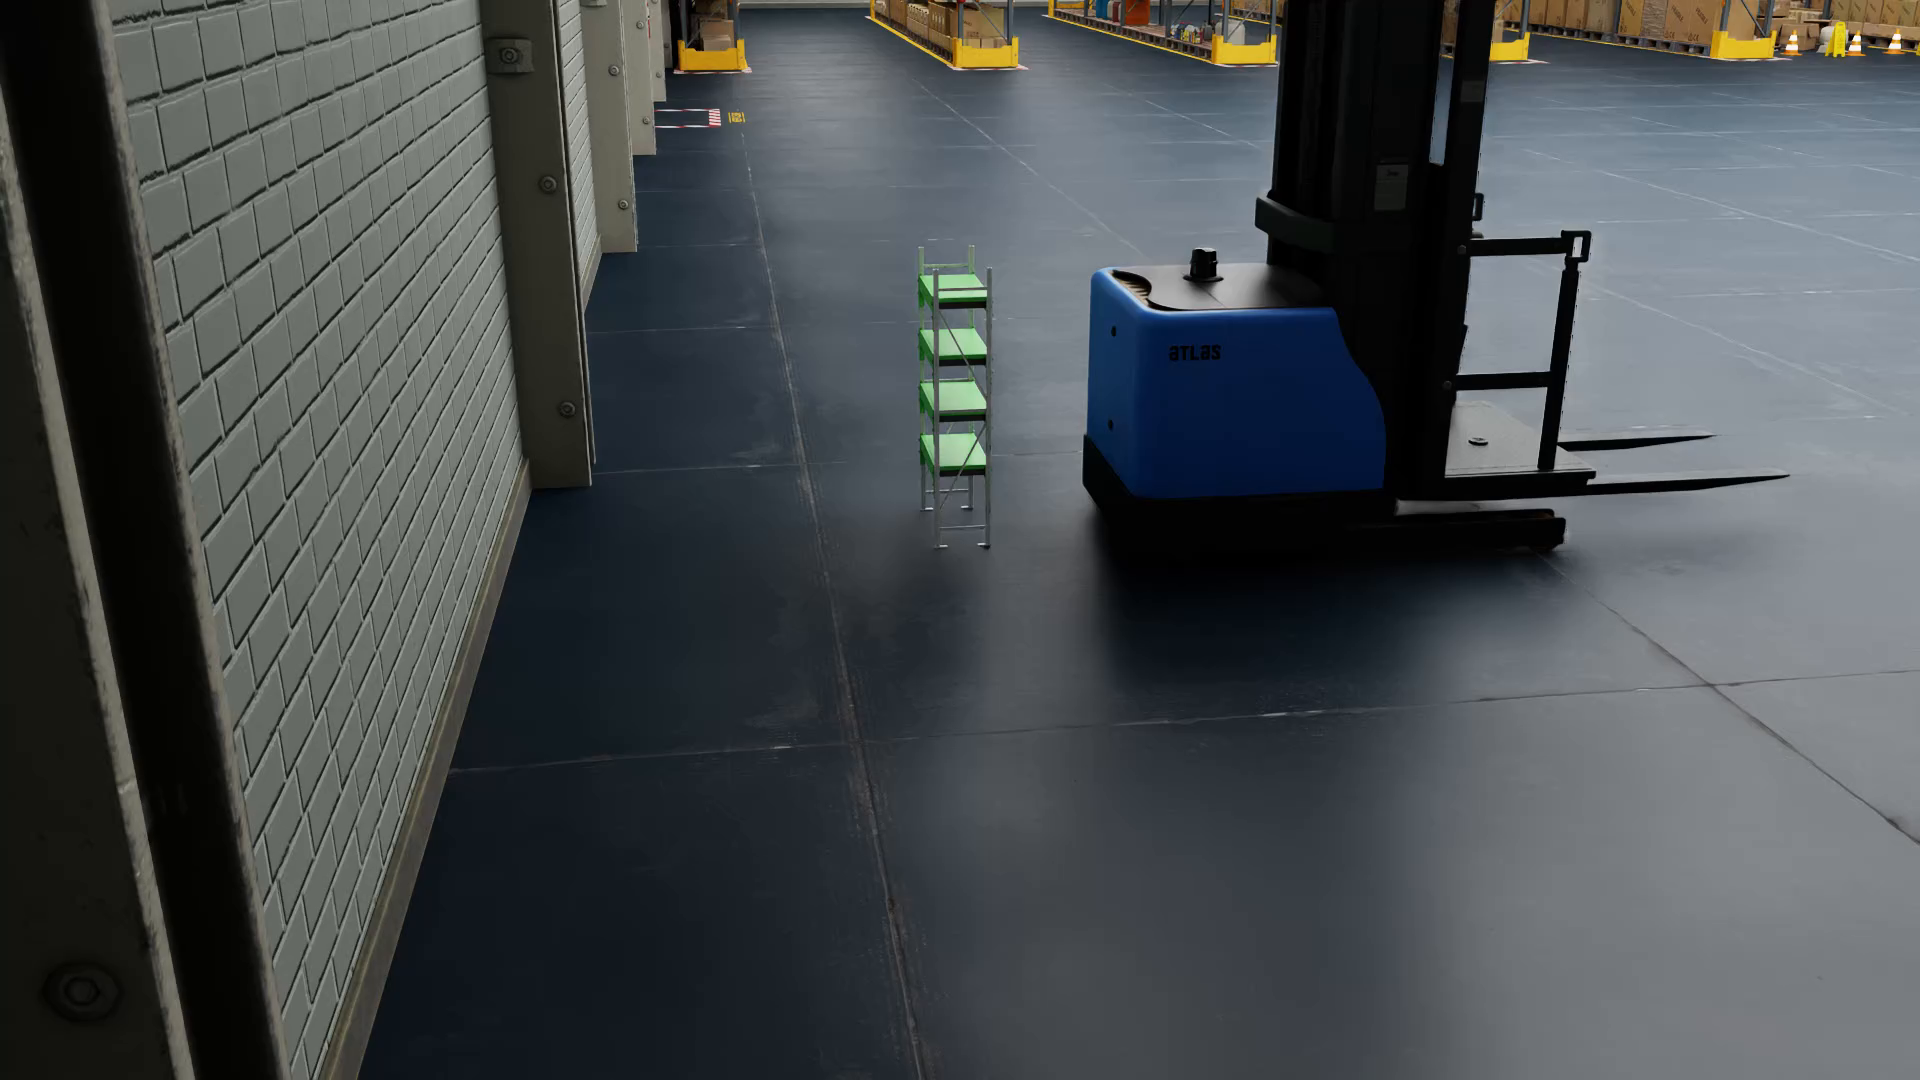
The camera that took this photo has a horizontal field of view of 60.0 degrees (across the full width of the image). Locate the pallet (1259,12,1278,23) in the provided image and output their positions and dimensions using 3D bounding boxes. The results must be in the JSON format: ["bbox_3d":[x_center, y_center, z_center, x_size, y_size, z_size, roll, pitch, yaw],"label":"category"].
[{"bbox_3d":[8.504,-13.698,43.591,1.003,0.211,1.213,-3,21,-8],"label":"pallet"}]

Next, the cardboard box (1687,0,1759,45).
[{"bbox_3d":[15.025,-10.231,32.758,0.875,0.875,0.875,-3,21,-7],"label":"cardboard box"}]

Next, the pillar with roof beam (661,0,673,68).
[{"bbox_3d":[-1.136,-13.060,29.321,9.100,9.000,0.400,-3,21,-8],"label":"pillar with roof beam"}]

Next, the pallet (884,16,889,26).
[{"bbox_3d":[-1.366,-13.171,42.178,1.003,0.211,1.213,-3,21,-8],"label":"pallet"}]

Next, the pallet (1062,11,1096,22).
[{"bbox_3d":[3.311,-13.857,44.017,1.003,0.211,1.213,-3,21,-8],"label":"pallet"}]

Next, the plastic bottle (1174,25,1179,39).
[{"bbox_3d":[4.474,-10.405,34.052,0.152,0.276,0.135,-2,21,-6],"label":"plastic bottle"}]

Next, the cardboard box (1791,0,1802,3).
[{"bbox_3d":[22.906,-15.026,46.132,0.700,0.500,0.500,-4,21,-10],"label":"cardboard box"}]

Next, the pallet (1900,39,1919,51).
[{"bbox_3d":[19.979,-10.086,33.918,1.003,0.211,1.213,-3,21,-8],"label":"pallet"}]

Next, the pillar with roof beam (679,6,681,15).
[{"bbox_3d":[-3.731,-19.292,46.007,9.100,9.000,0.400,-3,21,-8],"label":"pillar with roof beam"}]

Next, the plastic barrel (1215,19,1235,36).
[{"bbox_3d":[5.122,-9.762,32.021,0.421,0.512,0.421,0,20,0],"label":"plastic barrel"}]

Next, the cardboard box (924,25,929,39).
[{"bbox_3d":[-0.461,-10.507,34.390,0.500,0.250,0.500,-3,21,-8],"label":"cardboard box"}]

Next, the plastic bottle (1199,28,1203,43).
[{"bbox_3d":[4.762,-9.975,32.889,0.061,0.283,0.133,-3,21,-8],"label":"plastic bottle"}]

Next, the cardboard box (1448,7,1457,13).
[{"bbox_3d":[13.065,-13.933,43.707,0.380,0.149,0.250,-3,21,-7],"label":"cardboard box"}]

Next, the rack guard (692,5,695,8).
[{"bbox_3d":[-6.749,-14.210,44.549,1.175,0.500,0.348,-3,21,-8],"label":"rack guard"}]

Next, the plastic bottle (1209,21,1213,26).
[{"bbox_3d":[5.166,-10.475,34.131,0.144,0.351,0.185,-3,21,-9],"label":"plastic bottle"}]

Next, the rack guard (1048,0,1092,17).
[{"bbox_3d":[3.042,-14.709,45.885,1.175,0.500,0.348,-3,21,-8],"label":"rack guard"}]

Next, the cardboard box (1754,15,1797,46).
[{"bbox_3d":[17.171,-10.781,35.167,0.797,0.637,0.503,-3,21,-8],"label":"cardboard box"}]

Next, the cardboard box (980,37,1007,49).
[{"bbox_3d":[0.605,-9.190,30.864,0.500,0.250,0.500,-3,21,-8],"label":"cardboard box"}]

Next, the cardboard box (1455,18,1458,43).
[{"bbox_3d":[10.072,-10.031,32.758,0.500,0.500,0.500,2,21,6],"label":"cardboard box"}]

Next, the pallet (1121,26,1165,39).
[{"bbox_3d":[4.284,-11.526,37.775,1.003,0.211,1.213,-3,21,-8],"label":"pallet"}]

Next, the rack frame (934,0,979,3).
[{"bbox_3d":[-0.114,-11.469,33.637,1.000,3.000,0.127,-3,21,-8],"label":"rack frame"}]

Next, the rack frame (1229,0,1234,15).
[{"bbox_3d":[7.959,-16.122,46.096,1.000,3.000,0.127,-3,21,-8],"label":"rack frame"}]

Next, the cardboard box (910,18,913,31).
[{"bbox_3d":[-0.833,-11.393,36.762,0.500,0.250,0.500,-3,21,-9],"label":"cardboard box"}]

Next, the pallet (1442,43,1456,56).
[{"bbox_3d":[10.173,-9.586,32.580,1.003,0.211,1.213,-3,21,-8],"label":"pallet"}]

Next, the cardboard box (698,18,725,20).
[{"bbox_3d":[-4.827,-9.896,32.369,0.500,0.500,0.500,-4,21,-12],"label":"cardboard box"}]

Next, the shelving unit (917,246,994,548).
[{"bbox_3d":[-0.024,-0.619,7.160,0.258,1.200,0.503,-3,21,-8],"label":"shelving unit"}]

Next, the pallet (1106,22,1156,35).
[{"bbox_3d":[4.056,-12.067,39.224,1.003,0.211,1.213,-3,21,-8],"label":"pallet"}]

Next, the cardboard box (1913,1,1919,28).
[{"bbox_3d":[19.699,-10.607,33.586,0.500,0.500,0.500,-3,21,-7],"label":"cardboard box"}]

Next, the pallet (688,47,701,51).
[{"bbox_3d":[-4.705,-9.258,31.702,1.003,0.211,1.213,-3,21,-8],"label":"pallet"}]

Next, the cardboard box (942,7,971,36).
[{"bbox_3d":[-0.068,-9.861,31.588,0.500,0.500,0.500,-3,21,-8],"label":"cardboard box"}]

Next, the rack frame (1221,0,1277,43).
[{"bbox_3d":[5.364,-10.333,30.595,1.000,3.000,0.127,-3,21,-8],"label":"rack frame"}]

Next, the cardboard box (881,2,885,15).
[{"bbox_3d":[-1.739,-13.628,42.632,0.500,0.311,0.500,-3,21,-8],"label":"cardboard box"}]

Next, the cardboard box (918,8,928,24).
[{"bbox_3d":[-0.607,-11.119,35.228,0.500,0.311,0.500,-3,21,-8],"label":"cardboard box"}]

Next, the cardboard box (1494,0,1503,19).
[{"bbox_3d":[13.518,-13.170,41.164,0.500,0.500,0.500,-4,21,-10],"label":"cardboard box"}]

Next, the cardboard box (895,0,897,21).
[{"bbox_3d":[-1.287,-12.737,39.975,0.500,0.500,0.500,-3,21,-7],"label":"cardboard box"}]

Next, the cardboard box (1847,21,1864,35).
[{"bbox_3d":[19.401,-10.974,35.641,0.500,0.250,0.500,-2,21,-5],"label":"cardboard box"}]

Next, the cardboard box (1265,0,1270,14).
[{"bbox_3d":[8.520,-14.171,43.309,0.875,0.875,0.875,-3,21,-8],"label":"cardboard box"}]

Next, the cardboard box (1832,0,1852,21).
[{"bbox_3d":[19.313,-11.510,36.003,0.500,0.500,0.500,-2,21,-5],"label":"cardboard box"}]

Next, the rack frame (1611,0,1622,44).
[{"bbox_3d":[14.612,-12.183,35.548,1.000,3.000,0.127,-3,21,-8],"label":"rack frame"}]

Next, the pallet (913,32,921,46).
[{"bbox_3d":[-0.438,-10.840,35.936,1.003,0.211,1.213,-3,21,-8],"label":"pallet"}]

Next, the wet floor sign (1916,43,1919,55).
[{"bbox_3d":[19.041,-9.860,32.693,0.267,0.644,0.232,4,21,11],"label":"wet floor sign"}]

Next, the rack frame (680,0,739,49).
[{"bbox_3d":[-4.439,-9.833,29.257,1.000,3.000,0.127,-3,21,-8],"label":"rack frame"}]

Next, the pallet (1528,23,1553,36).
[{"bbox_3d":[14.074,-11.985,39.003,1.003,0.211,1.213,-3,21,-8],"label":"pallet"}]

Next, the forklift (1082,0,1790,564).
[{"bbox_3d":[2.128,-1.493,7.023,3.031,2.935,1.130,-3,21,-8],"label":"forklift"}]

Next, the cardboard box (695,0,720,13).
[{"bbox_3d":[-5.205,-11.011,34.282,0.500,0.250,0.500,-3,21,-9],"label":"cardboard box"}]

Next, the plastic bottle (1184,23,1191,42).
[{"bbox_3d":[4.582,-10.170,33.316,0.144,0.351,0.185,-3,21,-8],"label":"plastic bottle"}]

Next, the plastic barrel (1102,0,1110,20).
[{"bbox_3d":[3.798,-13.267,40.849,0.600,0.901,0.708,-3,21,-8],"label":"plastic barrel"}]

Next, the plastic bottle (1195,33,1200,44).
[{"bbox_3d":[4.666,-9.842,32.651,0.097,0.201,0.097,0,20,0],"label":"plastic bottle"}]

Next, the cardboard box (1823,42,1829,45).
[{"bbox_3d":[17.884,-10.099,34.042,0.380,0.149,0.250,8,22,20],"label":"cardboard box"}]

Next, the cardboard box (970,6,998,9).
[{"bbox_3d":[0.446,-9.887,31.658,0.500,0.500,0.500,-3,21,-8],"label":"cardboard box"}]

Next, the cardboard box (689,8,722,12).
[{"bbox_3d":[-5.478,-11.207,35.880,0.700,0.500,0.500,-3,21,-8],"label":"cardboard box"}]

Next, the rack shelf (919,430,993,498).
[{"bbox_3d":[-0.024,-0.335,7.266,0.258,0.148,0.480,-3,21,-8],"label":"rack shelf"}]

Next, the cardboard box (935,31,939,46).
[{"bbox_3d":[-0.214,-9.855,32.646,0.500,0.250,0.500,-3,21,-8],"label":"cardboard box"}]
